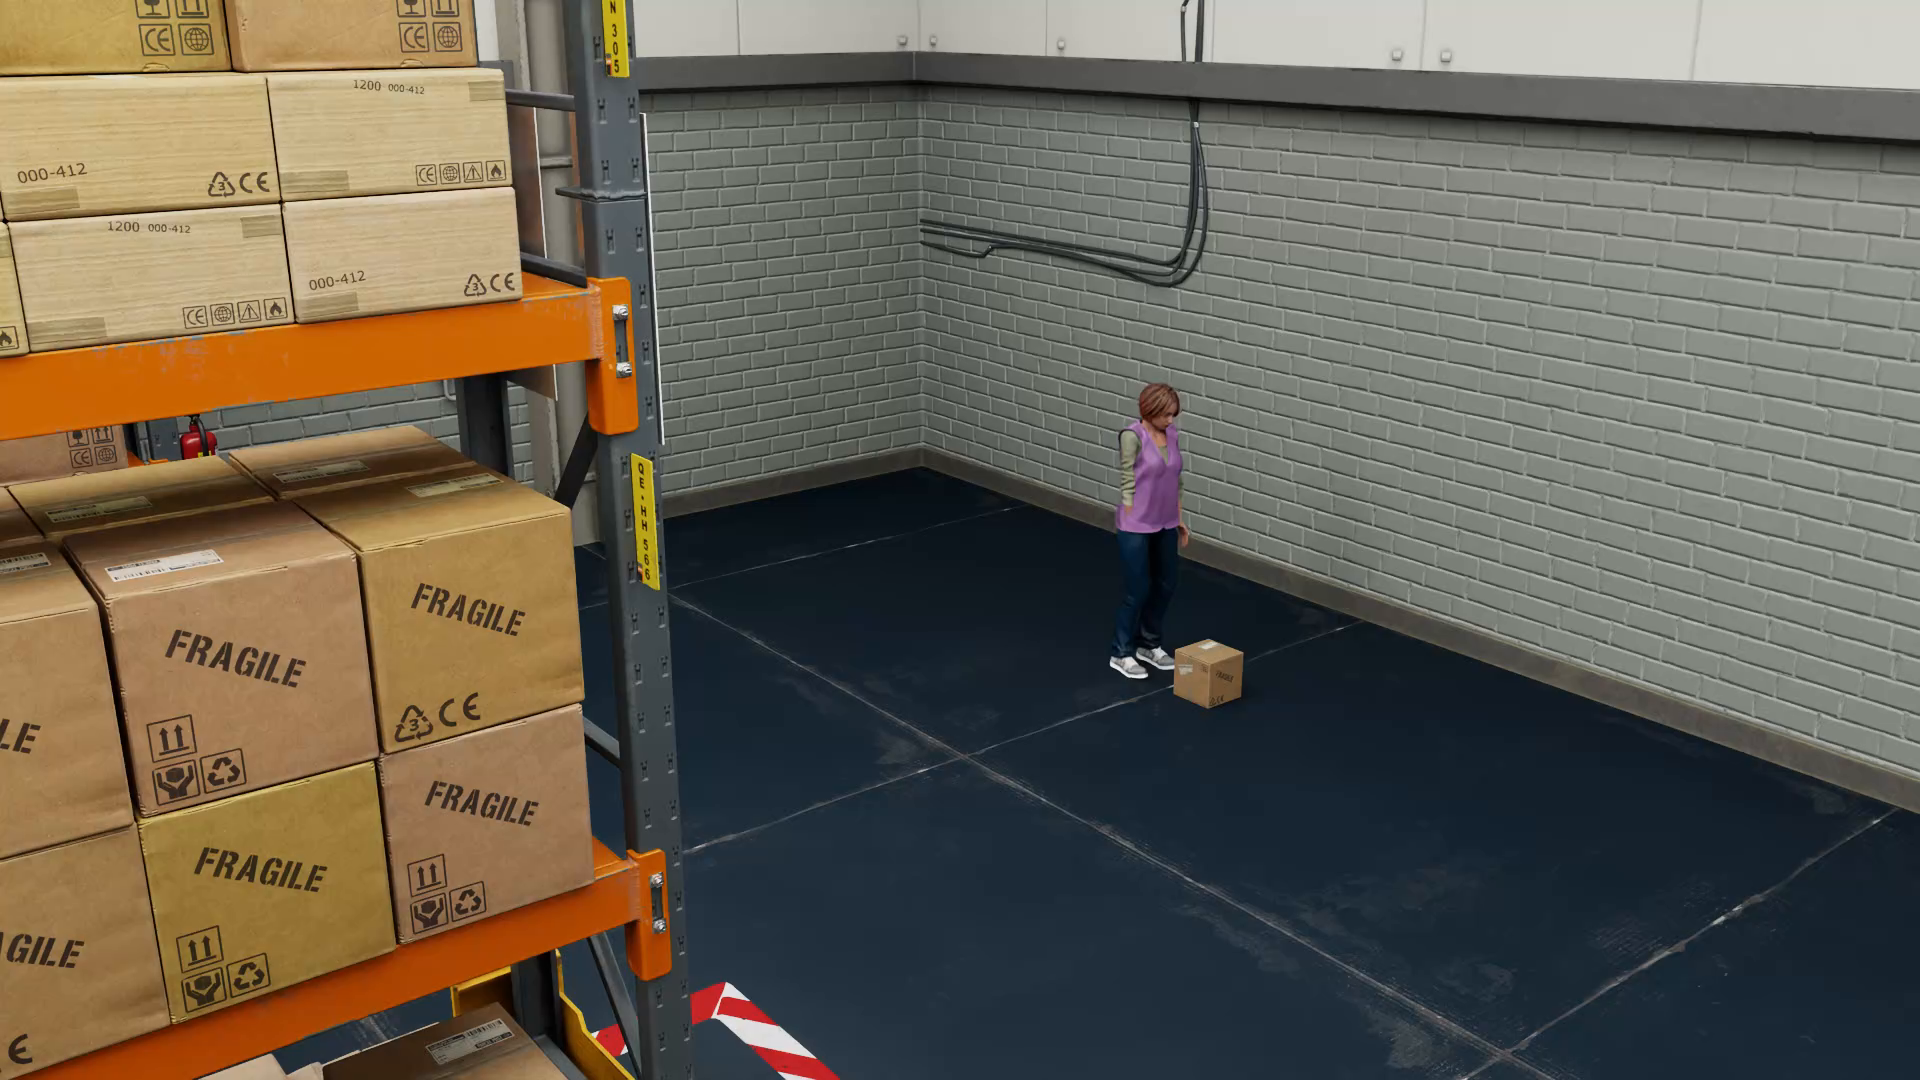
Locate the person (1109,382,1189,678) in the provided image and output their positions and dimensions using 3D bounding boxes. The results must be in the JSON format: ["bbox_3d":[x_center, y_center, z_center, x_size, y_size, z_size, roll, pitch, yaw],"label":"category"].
[{"bbox_3d":[1.005,-0.056,8.794,0.410,1.575,0.305,-13,22,-35],"label":"person"}]
